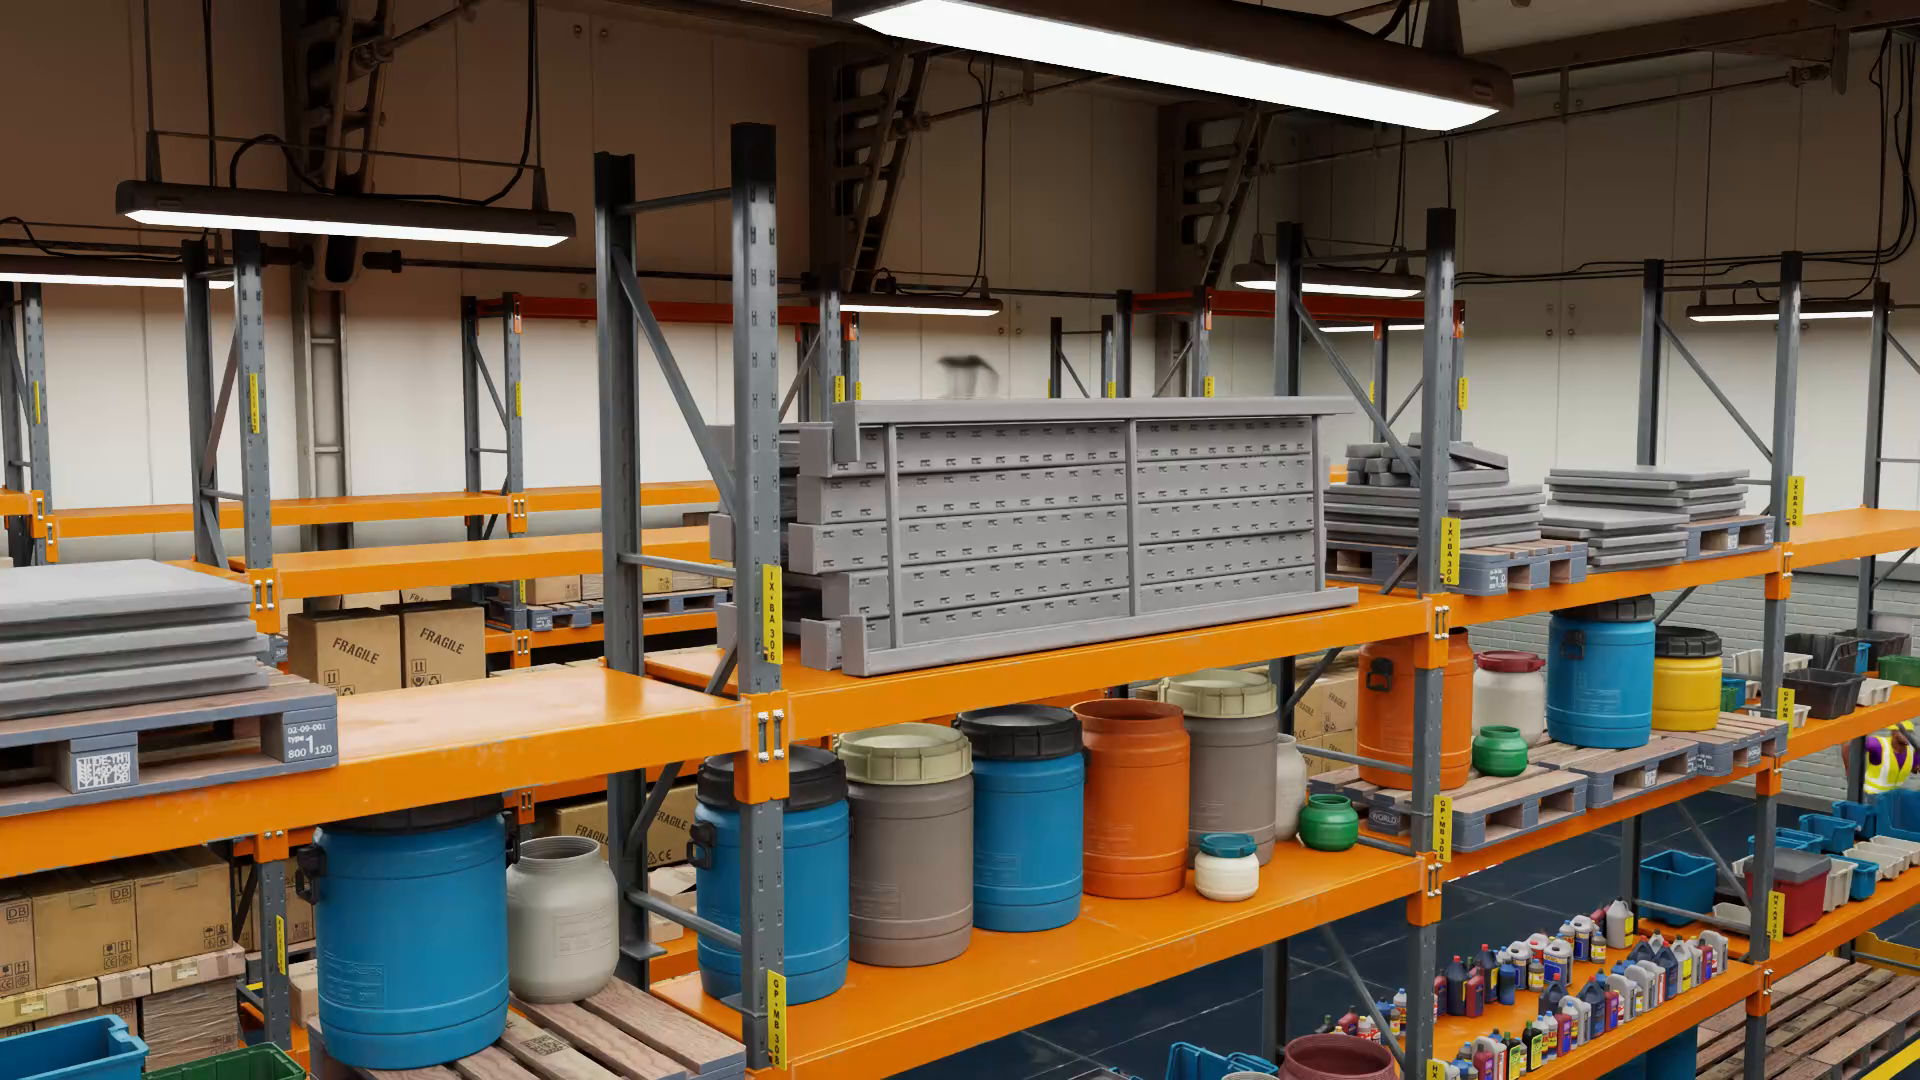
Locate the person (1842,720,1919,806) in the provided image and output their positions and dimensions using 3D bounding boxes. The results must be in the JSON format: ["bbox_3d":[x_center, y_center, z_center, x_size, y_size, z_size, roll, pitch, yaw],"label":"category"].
[{"bbox_3d":[9.628,2.665,17.383,0.684,1.725,0.924,-2,6,-23],"label":"person"}]
